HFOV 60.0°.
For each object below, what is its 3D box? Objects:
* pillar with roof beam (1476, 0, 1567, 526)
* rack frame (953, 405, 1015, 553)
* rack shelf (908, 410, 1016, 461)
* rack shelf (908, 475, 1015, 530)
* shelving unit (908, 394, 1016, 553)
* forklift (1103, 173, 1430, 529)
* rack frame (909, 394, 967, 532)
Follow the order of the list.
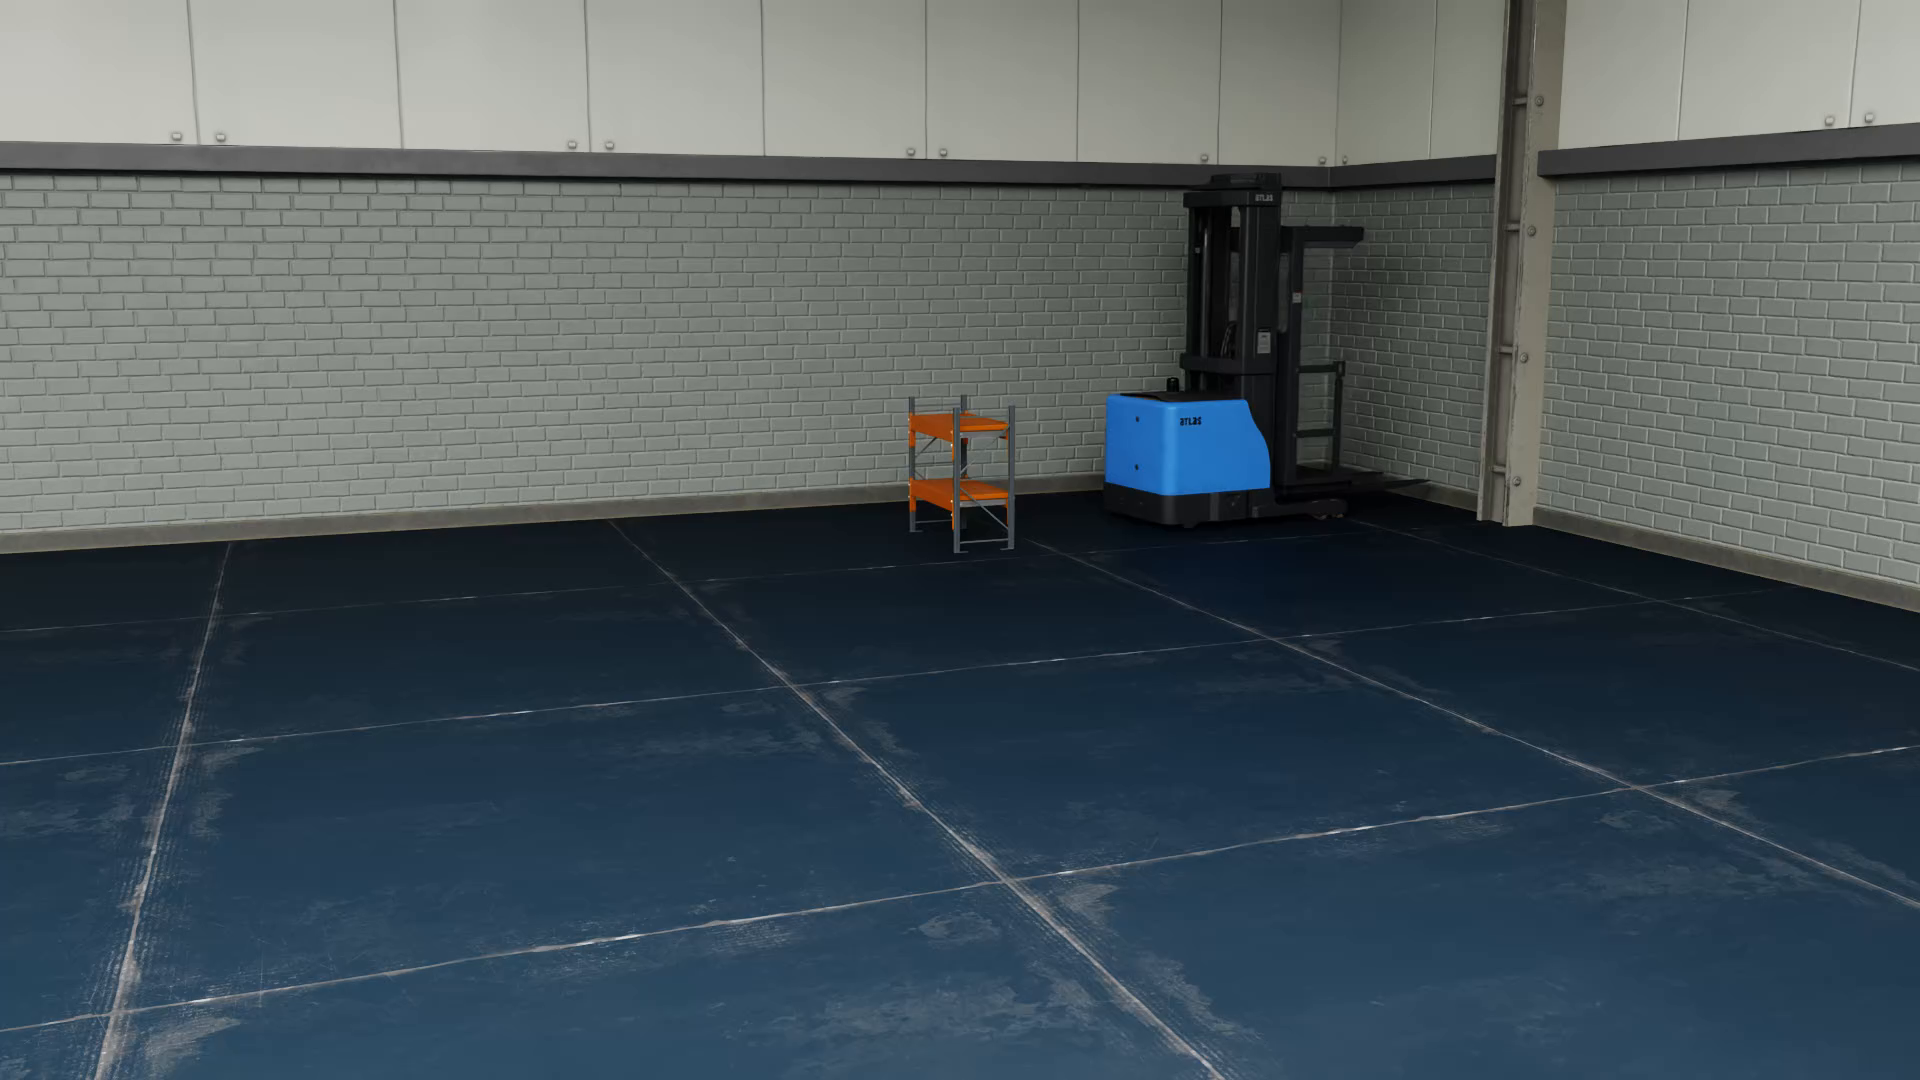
[{"bbox_3d":[0.679,-4.313,11.974,9.100,9.000,0.400,-4,11,-21],"label":"pillar with roof beam"},{"bbox_3d":[0.187,-0.470,12.849,0.500,1.125,0.032,-4,11,-21],"label":"rack frame"},{"bbox_3d":[0.002,-0.841,13.264,0.538,0.278,1.000,-4,11,-21],"label":"rack shelf"},{"bbox_3d":[0.002,-0.312,13.358,0.538,0.278,1.000,-4,11,-21],"label":"rack shelf"},{"bbox_3d":[0.002,-0.553,13.315,0.538,1.125,1.048,-4,11,-21],"label":"shelving unit"},{"bbox_3d":[2.799,-1.695,14.580,3.031,2.935,1.130,-5,11,-27],"label":"forklift"},{"bbox_3d":[-0.182,-0.636,13.782,0.500,1.125,0.032,-4,11,-21],"label":"rack frame"}]
